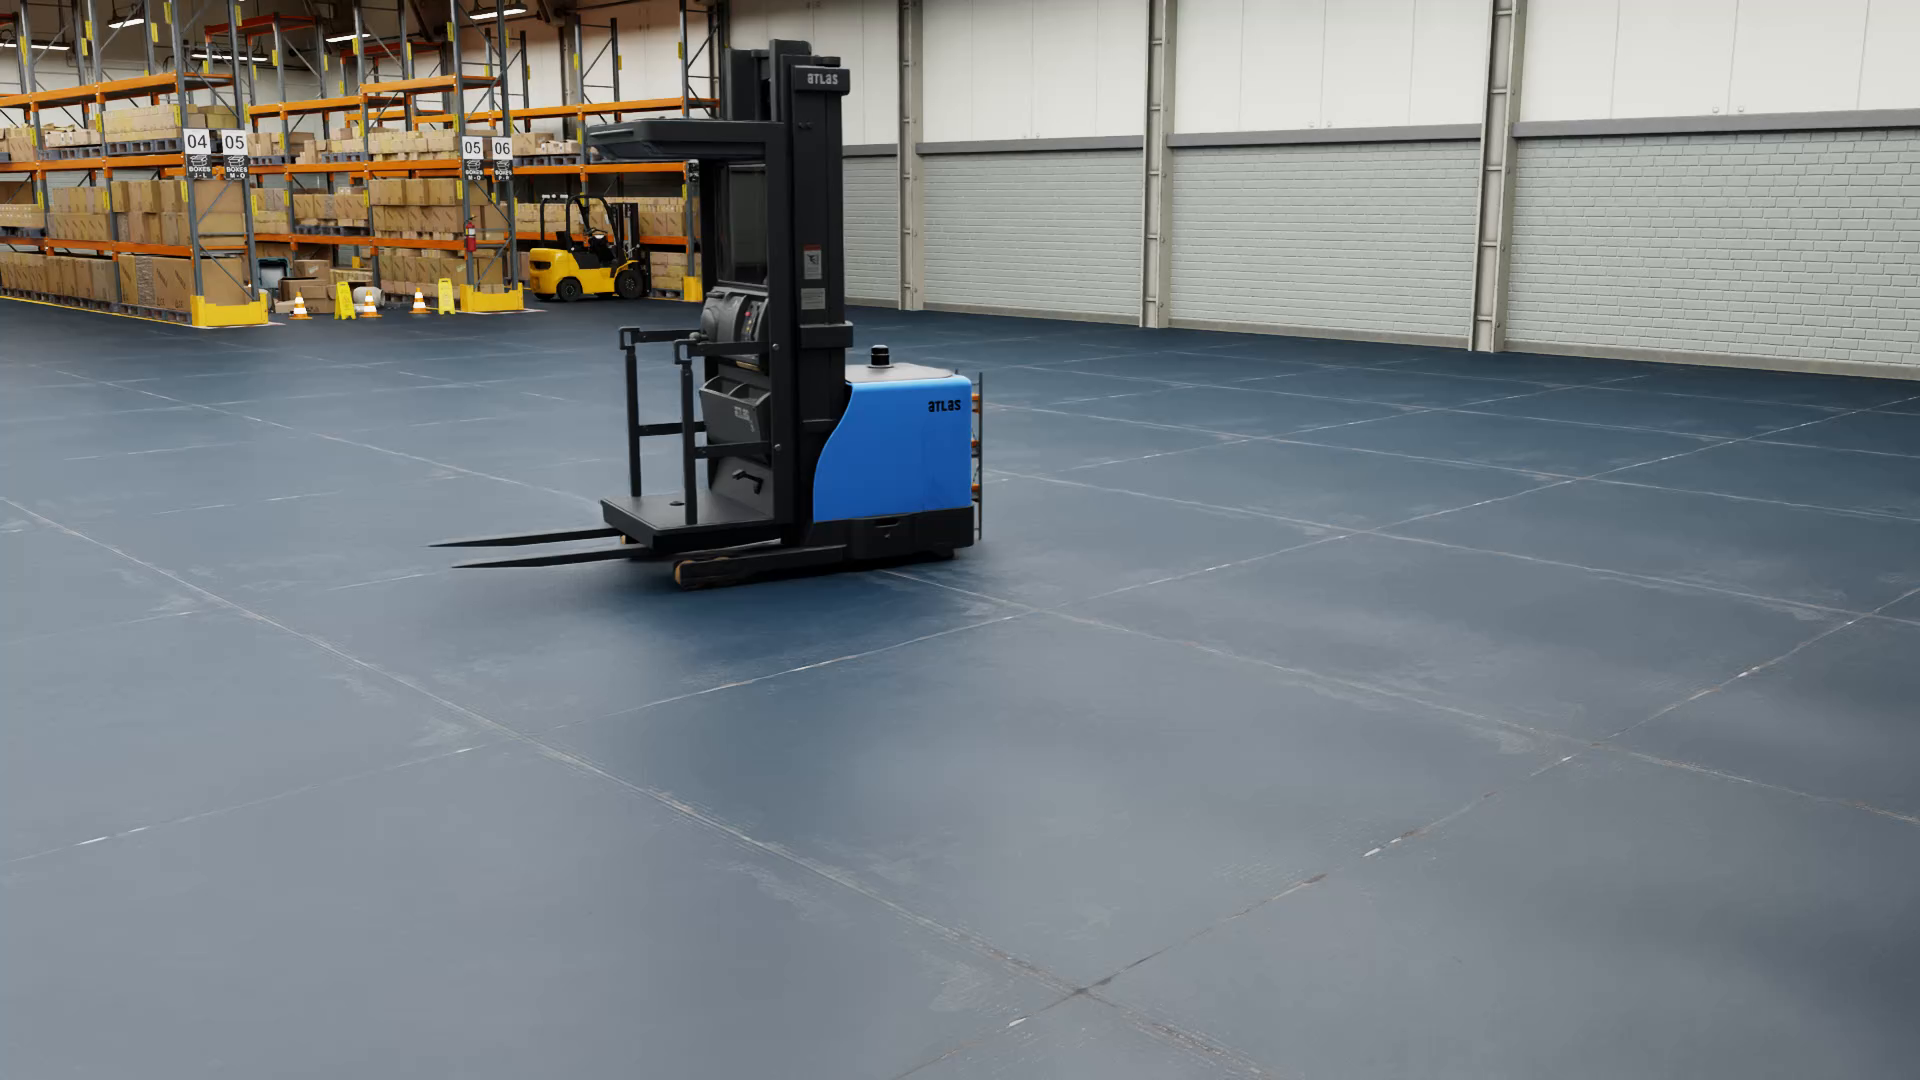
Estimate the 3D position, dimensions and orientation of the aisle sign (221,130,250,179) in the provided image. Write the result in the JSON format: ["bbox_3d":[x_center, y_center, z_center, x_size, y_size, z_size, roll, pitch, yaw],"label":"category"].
[{"bbox_3d":[-12.074,-6.424,27.715,0.394,0.787,0.004,-11,16,-43],"label":"aisle sign"}]

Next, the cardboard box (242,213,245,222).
[{"bbox_3d":[-16.307,-7.493,38.481,0.500,0.250,0.500,-11,16,-42],"label":"cardboard box"}]

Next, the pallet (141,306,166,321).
[{"bbox_3d":[-13.787,-4.037,29.483,1.003,0.211,1.213,-11,16,-43],"label":"pallet"}]

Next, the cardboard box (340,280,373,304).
[{"bbox_3d":[-11.836,-4.838,32.650,0.500,0.500,0.500,-1,12,-4],"label":"cardboard box"}]

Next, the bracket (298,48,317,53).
[{"bbox_3d":[-19.974,-14.490,49.522,0.076,0.066,5.218,-11,16,-43],"label":"bracket"}]

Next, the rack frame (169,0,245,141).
[{"bbox_3d":[-12.340,-8.057,27.219,1.000,3.000,0.127,-11,16,-43],"label":"rack frame"}]

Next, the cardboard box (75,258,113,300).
[{"bbox_3d":[-16.259,-5.026,31.907,1.050,0.750,0.750,-11,16,-43],"label":"cardboard box"}]

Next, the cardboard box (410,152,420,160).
[{"bbox_3d":[-10.371,-7.401,32.088,0.380,0.149,0.250,-11,16,-43],"label":"cardboard box"}]

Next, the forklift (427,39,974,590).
[{"bbox_3d":[-1.461,-1.282,9.370,3.031,2.935,1.130,-6,13,-28],"label":"forklift"}]

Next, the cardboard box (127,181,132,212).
[{"bbox_3d":[-14.408,-6.182,29.938,0.875,0.550,0.550,-11,16,-43],"label":"cardboard box"}]

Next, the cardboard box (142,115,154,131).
[{"bbox_3d":[-13.571,-7.094,28.323,0.500,0.250,0.500,-11,16,-43],"label":"cardboard box"}]

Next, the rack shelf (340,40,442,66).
[{"bbox_3d":[-14.910,-12.773,43.653,1.077,0.370,4.000,-11,16,-43],"label":"rack shelf"}]

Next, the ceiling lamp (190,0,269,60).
[{"bbox_3d":[-19.826,-14.715,45.068,2.000,3.185,0.800,-11,16,-43],"label":"ceiling lamp"}]

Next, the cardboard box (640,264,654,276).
[{"bbox_3d":[-6.515,-5.794,35.636,0.500,0.250,0.500,-11,16,-44],"label":"cardboard box"}]

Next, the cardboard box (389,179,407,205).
[{"bbox_3d":[-10.781,-6.843,32.727,0.700,0.500,0.500,-11,16,-44],"label":"cardboard box"}]

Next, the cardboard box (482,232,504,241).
[{"bbox_3d":[-8.914,-5.779,31.650,0.380,0.149,0.250,-11,16,-42],"label":"cardboard box"}]

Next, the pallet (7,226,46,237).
[{"bbox_3d":[-19.261,-6.476,34.885,1.003,0.211,1.213,-11,16,-43],"label":"pallet"}]

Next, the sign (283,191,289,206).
[{"bbox_3d":[-14.753,-7.480,36.416,0.100,0.325,0.005,-11,16,-43],"label":"sign"}]

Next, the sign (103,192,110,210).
[{"bbox_3d":[-15.488,-6.154,30.175,0.100,0.325,0.005,-11,16,-43],"label":"sign"}]

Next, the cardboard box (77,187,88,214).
[{"bbox_3d":[-16.503,-6.536,31.974,0.700,0.500,0.500,-11,16,-43],"label":"cardboard box"}]

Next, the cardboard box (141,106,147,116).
[{"bbox_3d":[-13.696,-7.298,28.324,0.380,0.149,0.250,-11,16,-43],"label":"cardboard box"}]

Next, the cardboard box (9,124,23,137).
[{"bbox_3d":[-19.235,-8.387,34.109,0.396,0.266,0.258,-11,16,-43],"label":"cardboard box"}]

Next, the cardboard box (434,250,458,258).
[{"bbox_3d":[-9.874,-5.492,31.944,0.380,0.149,0.250,-10,15,-41],"label":"cardboard box"}]

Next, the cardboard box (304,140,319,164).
[{"bbox_3d":[-13.707,-8.369,35.920,0.700,0.500,0.500,-11,16,-43],"label":"cardboard box"}]

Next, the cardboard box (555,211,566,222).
[{"bbox_3d":[-8.889,-7.381,37.937,0.500,0.250,0.500,11,16,44],"label":"cardboard box"}]

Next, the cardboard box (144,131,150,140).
[{"bbox_3d":[-13.692,-6.907,28.401,0.380,0.149,0.250,-11,16,-42],"label":"cardboard box"}]

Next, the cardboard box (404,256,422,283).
[{"bbox_3d":[-10.645,-5.357,32.897,0.500,0.500,0.500,-10,15,-40],"label":"cardboard box"}]

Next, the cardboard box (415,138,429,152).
[{"bbox_3d":[-10.086,-7.551,31.828,0.500,0.250,0.500,-10,16,-41],"label":"cardboard box"}]

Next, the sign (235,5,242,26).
[{"bbox_3d":[-11.934,-8.669,27.480,0.100,0.325,0.005,-11,16,-43],"label":"sign"}]

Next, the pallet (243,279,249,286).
[{"bbox_3d":[-16.529,-6.107,39.530,1.003,0.211,1.213,-11,16,-43],"label":"pallet"}]

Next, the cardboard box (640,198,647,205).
[{"bbox_3d":[-6.596,-7.223,35.446,0.380,0.149,0.250,-10,16,-41],"label":"cardboard box"}]

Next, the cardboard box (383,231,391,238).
[{"bbox_3d":[-11.394,-6.164,33.519,0.380,0.149,0.250,-10,15,-41],"label":"cardboard box"}]

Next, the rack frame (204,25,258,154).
[{"bbox_3d":[-17.117,-10.513,39.139,1.000,3.000,0.127,-11,16,-43],"label":"rack frame"}]

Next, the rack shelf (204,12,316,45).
[{"bbox_3d":[-15.735,-11.497,37.460,1.077,0.370,4.000,-11,16,-43],"label":"rack shelf"}]

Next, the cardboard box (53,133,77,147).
[{"bbox_3d":[-17.178,-7.727,32.135,0.500,0.250,0.500,-10,16,-41],"label":"cardboard box"}]

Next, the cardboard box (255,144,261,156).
[{"bbox_3d":[-15.558,-8.752,37.318,0.258,0.266,0.396,11,16,44],"label":"cardboard box"}]

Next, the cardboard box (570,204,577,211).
[{"bbox_3d":[-8.592,-7.520,37.624,0.380,0.149,0.250,-11,16,-43],"label":"cardboard box"}]

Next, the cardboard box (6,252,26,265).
[{"bbox_3d":[-19.938,-5.997,35.381,0.500,0.250,0.500,-10,16,-41],"label":"cardboard box"}]

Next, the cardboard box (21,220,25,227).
[{"bbox_3d":[-18.886,-6.451,33.872,0.380,0.149,0.250,-11,16,-42],"label":"cardboard box"}]

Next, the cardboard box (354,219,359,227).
[{"bbox_3d":[-12.316,-6.568,34.437,0.250,0.149,0.380,11,16,43],"label":"cardboard box"}]

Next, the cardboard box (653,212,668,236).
[{"bbox_3d":[-6.124,-6.677,35.139,0.500,0.500,0.500,-10,15,-41],"label":"cardboard box"}]

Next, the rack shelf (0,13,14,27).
[{"bbox_3d":[-22.008,-11.376,36.873,1.077,0.370,4.000,-11,16,-43],"label":"rack shelf"}]

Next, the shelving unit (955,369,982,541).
[{"bbox_3d":[-0.019,-0.524,10.351,0.215,1.050,0.252,-9,15,-36],"label":"shelving unit"}]

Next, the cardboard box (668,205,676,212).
[{"bbox_3d":[-5.882,-6.927,34.745,0.380,0.149,0.250,-11,16,-42],"label":"cardboard box"}]

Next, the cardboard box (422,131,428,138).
[{"bbox_3d":[-10.080,-7.769,31.899,0.250,0.149,0.380,11,16,44],"label":"cardboard box"}]

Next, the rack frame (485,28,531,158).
[{"bbox_3d":[-10.767,-10.622,39.666,1.000,3.000,0.127,-11,16,-43],"label":"rack frame"}]

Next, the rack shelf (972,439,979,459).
[{"bbox_3d":[-0.019,-0.513,10.353,0.215,0.259,0.240,-9,15,-36],"label":"rack shelf"}]

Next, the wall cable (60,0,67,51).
[{"bbox_3d":[-25.129,-14.610,44.157,2.355,3.000,0.029,-11,16,-43],"label":"wall cable"}]
